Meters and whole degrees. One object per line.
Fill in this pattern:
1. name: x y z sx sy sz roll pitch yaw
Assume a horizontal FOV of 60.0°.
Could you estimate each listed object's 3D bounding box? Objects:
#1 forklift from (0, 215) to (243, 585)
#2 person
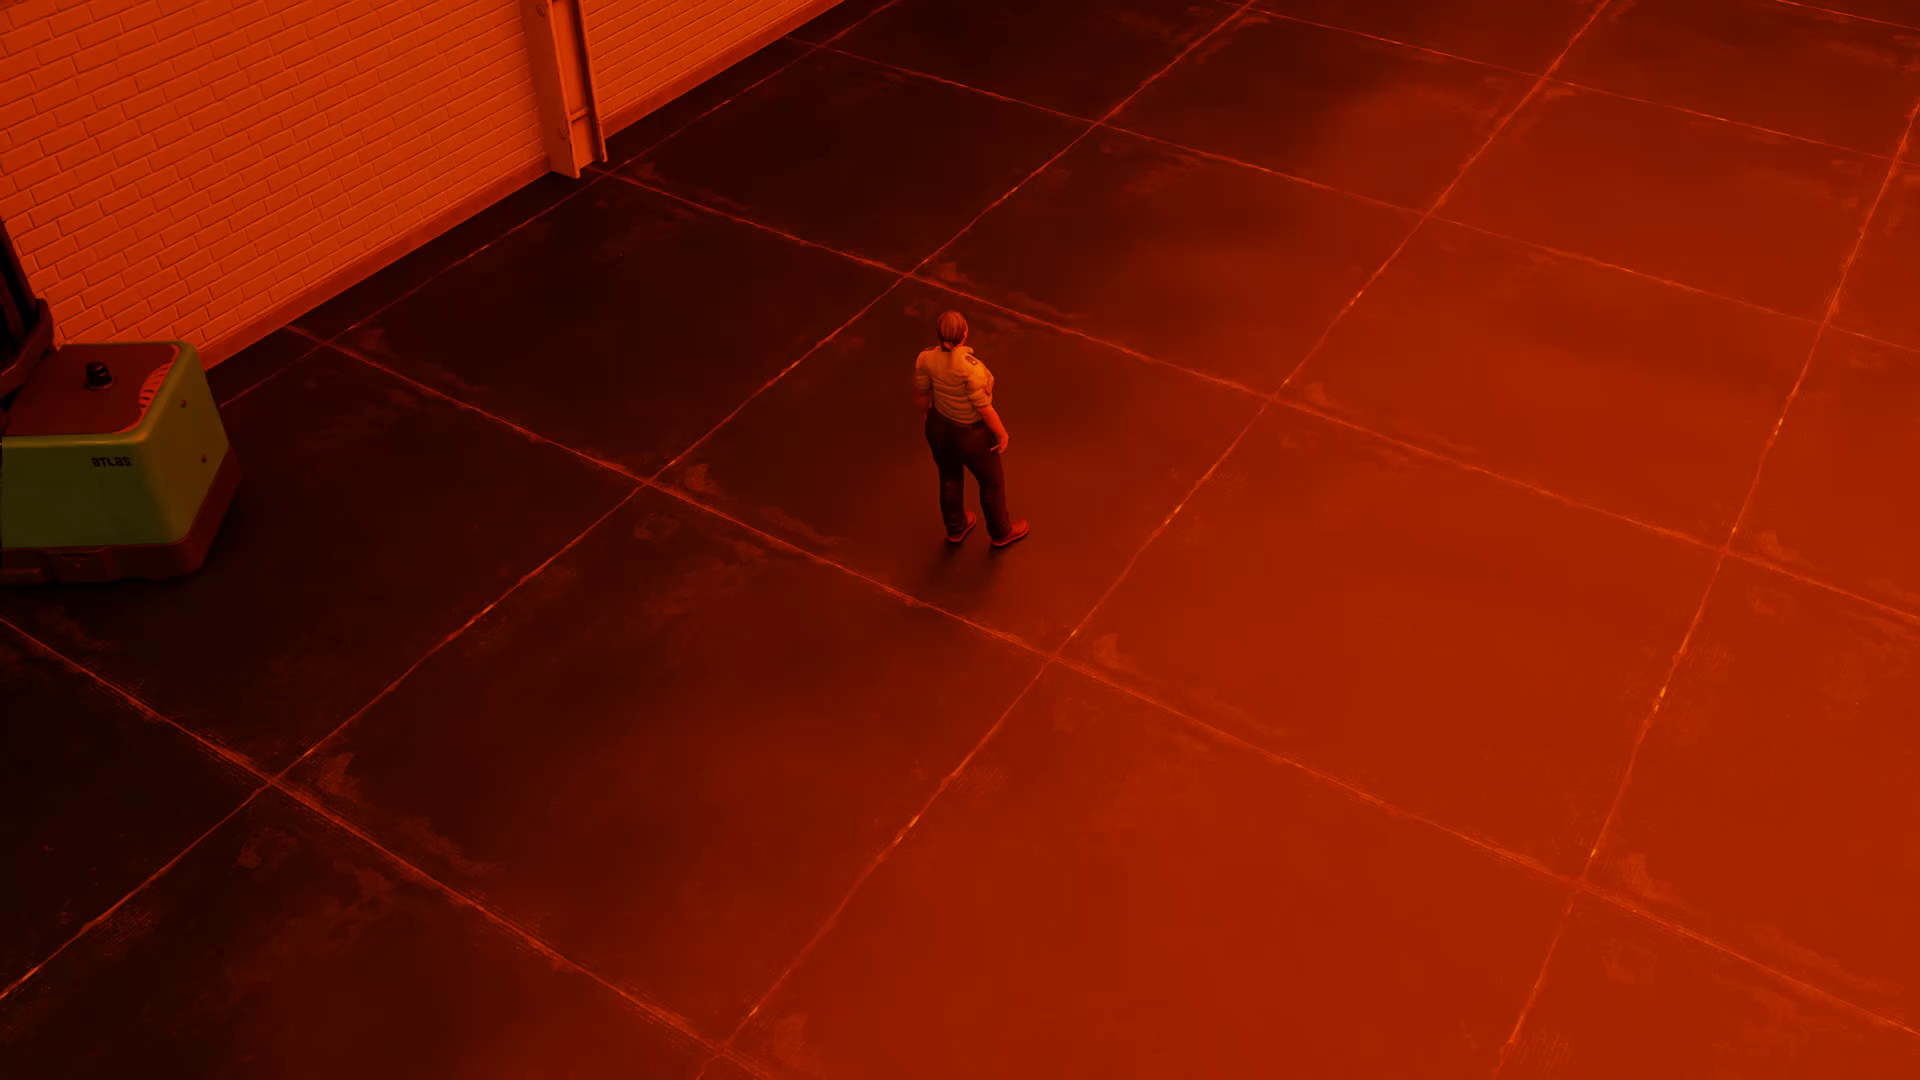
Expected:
1. forklift: -6.067 -1.148 9.322 3.031 2.935 1.130 -2 40 -2
2. person: 0.068 -0.675 9.745 0.598 1.651 0.502 22 45 24
